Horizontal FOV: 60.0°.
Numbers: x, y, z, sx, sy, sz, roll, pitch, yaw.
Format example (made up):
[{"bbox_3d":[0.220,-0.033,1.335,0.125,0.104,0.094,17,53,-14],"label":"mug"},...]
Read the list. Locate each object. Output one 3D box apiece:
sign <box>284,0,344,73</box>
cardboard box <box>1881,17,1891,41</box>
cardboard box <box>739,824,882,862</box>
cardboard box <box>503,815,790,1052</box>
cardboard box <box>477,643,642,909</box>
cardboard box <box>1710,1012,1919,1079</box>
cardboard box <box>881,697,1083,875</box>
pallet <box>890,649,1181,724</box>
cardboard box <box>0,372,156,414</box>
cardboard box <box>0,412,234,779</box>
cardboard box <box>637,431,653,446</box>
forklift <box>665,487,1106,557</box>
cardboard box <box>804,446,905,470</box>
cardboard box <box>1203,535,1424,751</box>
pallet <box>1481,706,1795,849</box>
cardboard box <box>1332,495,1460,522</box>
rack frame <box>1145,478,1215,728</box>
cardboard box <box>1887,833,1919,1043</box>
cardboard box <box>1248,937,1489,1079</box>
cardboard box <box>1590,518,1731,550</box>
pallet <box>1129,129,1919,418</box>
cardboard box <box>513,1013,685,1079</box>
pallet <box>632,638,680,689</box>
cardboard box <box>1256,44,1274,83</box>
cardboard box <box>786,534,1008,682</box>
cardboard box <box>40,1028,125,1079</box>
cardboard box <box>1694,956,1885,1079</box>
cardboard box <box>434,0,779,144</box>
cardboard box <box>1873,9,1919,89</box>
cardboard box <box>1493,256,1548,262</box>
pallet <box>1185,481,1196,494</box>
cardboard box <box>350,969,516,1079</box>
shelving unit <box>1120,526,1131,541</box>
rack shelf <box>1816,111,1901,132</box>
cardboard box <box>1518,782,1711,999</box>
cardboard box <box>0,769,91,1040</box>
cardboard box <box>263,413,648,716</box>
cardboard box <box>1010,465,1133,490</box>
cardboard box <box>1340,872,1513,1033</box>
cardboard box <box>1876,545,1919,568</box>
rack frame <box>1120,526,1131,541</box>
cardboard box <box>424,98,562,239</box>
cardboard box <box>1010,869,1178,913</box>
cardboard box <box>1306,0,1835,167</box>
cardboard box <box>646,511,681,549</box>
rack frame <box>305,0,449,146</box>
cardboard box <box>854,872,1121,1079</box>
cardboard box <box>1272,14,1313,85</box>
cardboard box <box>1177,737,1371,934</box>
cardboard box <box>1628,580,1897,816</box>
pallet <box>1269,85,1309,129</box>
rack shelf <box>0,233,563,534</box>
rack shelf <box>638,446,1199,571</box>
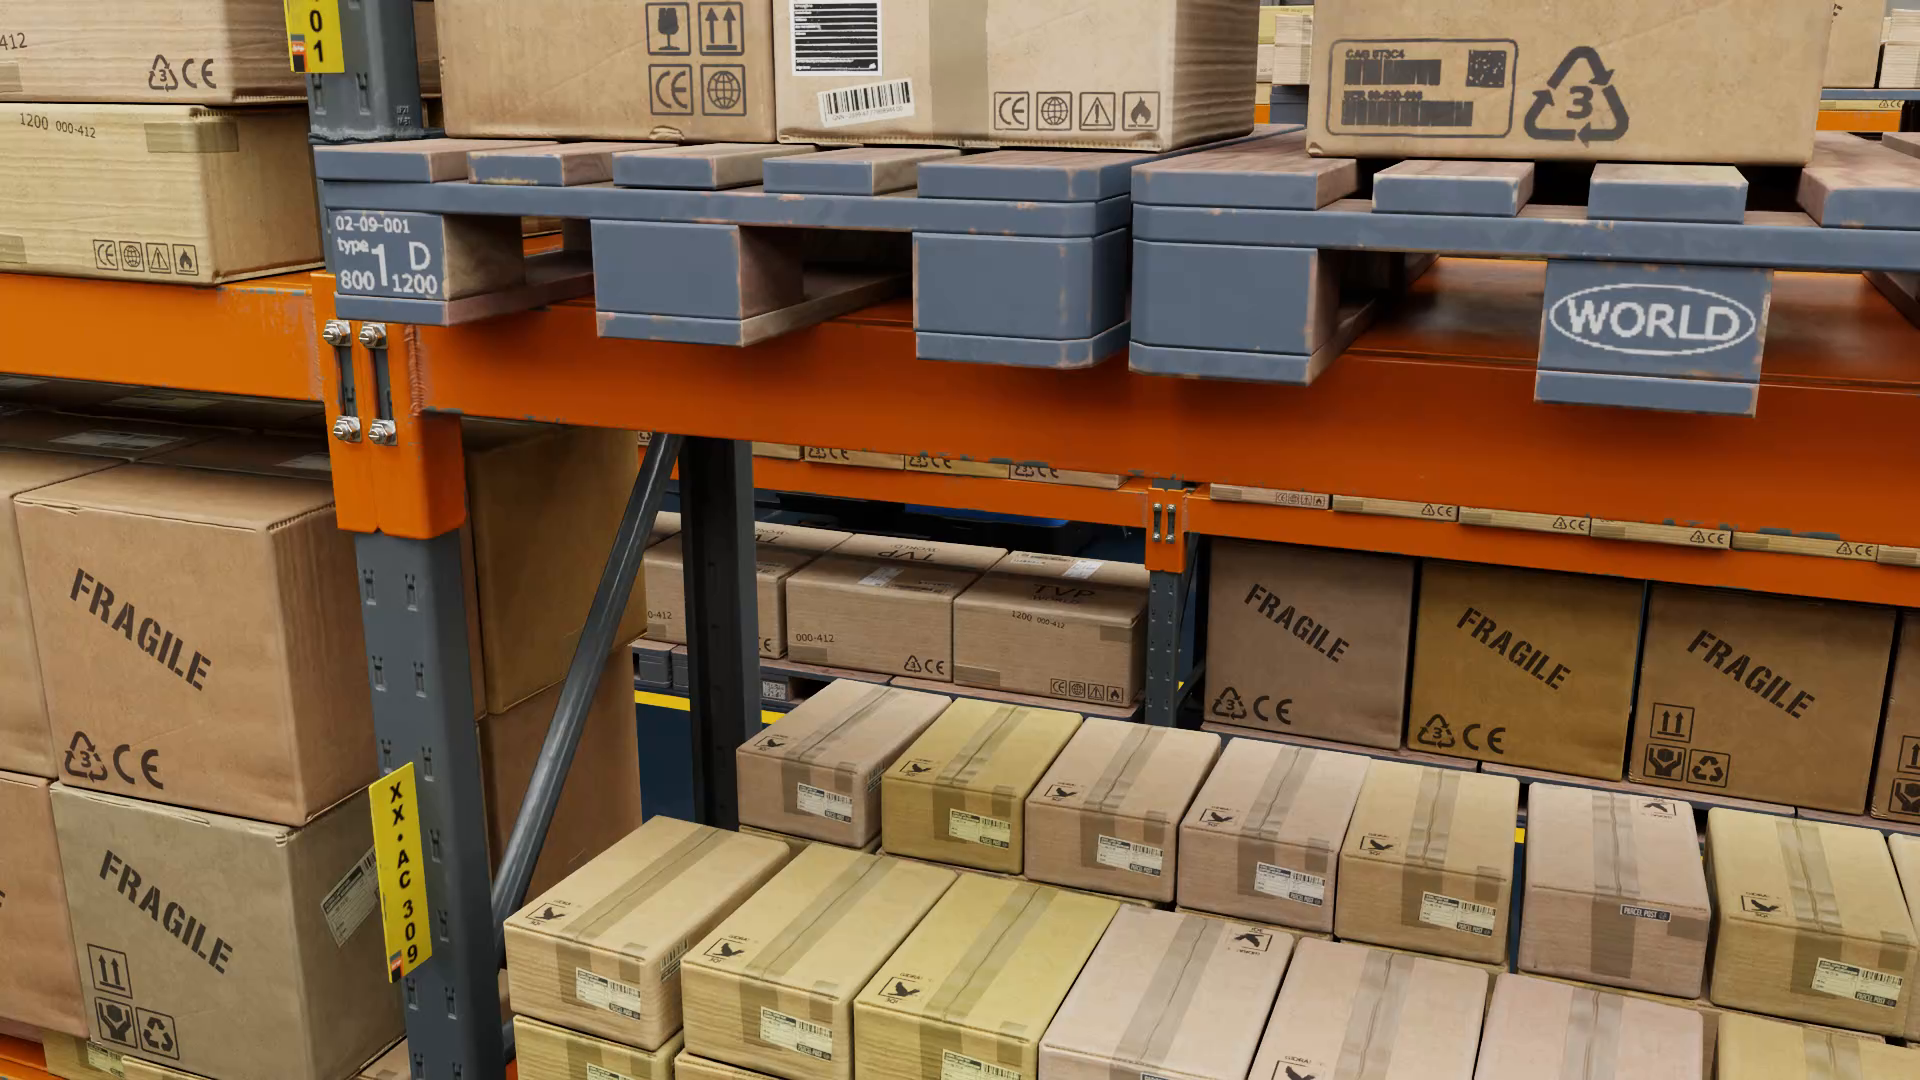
[{"bbox_3d":[-0.841,-0.771,2.141,0.005,0.325,0.100,6,17,21],"label":"sign"},{"bbox_3d":[5.712,-3.126,10.201,0.250,0.149,0.380,6,17,19],"label":"cardboard box"},{"bbox_3d":[-0.206,0.542,3.090,0.250,0.149,0.380,7,18,22],"label":"cardboard box"},{"bbox_3d":[-0.451,0.569,2.463,0.250,0.149,0.380,7,18,23],"label":"cardboard box"},{"bbox_3d":[-1.017,0.469,3.463,0.500,0.500,0.500,6,17,20],"label":"cardboard box"},{"bbox_3d":[1.004,0.728,1.916,0.250,0.149,0.380,7,18,22],"label":"cardboard box"},{"bbox_3d":[0.046,0.427,2.952,0.250,0.149,0.380,6,17,19],"label":"cardboard box"},{"bbox_3d":[0.394,0.723,8.304,1.213,0.211,1.003,6,17,21],"label":"pallet"},{"bbox_3d":[-1.925,-0.113,3.675,0.500,0.500,0.500,7,17,22],"label":"cardboard box"},{"bbox_3d":[-1.668,0.076,3.026,0.500,0.500,0.500,6,17,19],"label":"cardboard box"},{"bbox_3d":[-1.359,-0.750,8.198,0.500,0.500,0.500,6,17,20],"label":"cardboard box"},{"bbox_3d":[-0.585,-1.473,10.989,3.031,2.935,1.130,6,17,21],"label":"forklift"},{"bbox_3d":[-0.406,-0.646,7.839,0.500,0.500,0.500,6,17,20],"label":"cardboard box"},{"bbox_3d":[1.679,0.344,7.668,0.875,0.875,0.875,7,18,22],"label":"cardboard box"},{"bbox_3d":[2.957,1.005,7.333,1.213,0.211,1.003,6,17,21],"label":"pallet"},{"bbox_3d":[1.868,-0.280,7.026,0.500,0.250,0.500,6,17,19],"label":"cardboard box"},{"bbox_3d":[1.073,-0.518,7.577,0.127,3.000,1.000,6,17,21],"label":"rack frame"},{"bbox_3d":[1.490,0.587,2.401,0.250,0.149,0.380,7,18,22],"label":"cardboard box"},{"bbox_3d":[0.517,0.675,2.098,0.250,0.149,0.380,6,17,20],"label":"cardboard box"},{"bbox_3d":[2.800,-0.170,6.647,0.500,0.250,0.500,6,17,20],"label":"cardboard box"},{"bbox_3d":[0.852,-0.378,2.052,1.003,0.211,1.213,6,17,21],"label":"pallet"},{"bbox_3d":[-0.451,0.712,2.504,0.250,0.149,0.380,7,17,22],"label":"cardboard box"},{"bbox_3d":[-1.875,0.474,9.163,1.213,0.211,1.003,6,17,21],"label":"pallet"},{"bbox_3d":[2.350,-3.301,11.520,0.500,0.250,0.500,6,17,21],"label":"cardboard box"},{"bbox_3d":[-0.305,0.327,8.508,0.875,0.438,0.875,6,17,19],"label":"cardboard box"},{"bbox_3d":[-1.507,0.888,3.187,0.250,0.149,0.380,7,18,23],"label":"cardboard box"},{"bbox_3d":[1.245,0.702,2.539,0.250,0.149,0.380,7,18,23],"label":"cardboard box"},{"bbox_3d":[-0.337,-0.847,2.397,0.500,0.500,0.700,6,17,21],"label":"cardboard box"},{"bbox_3d":[3.385,-1.736,5.882,0.258,0.266,0.396,6,17,19],"label":"cardboard box"},{"bbox_3d":[2.529,-0.957,7.119,0.500,0.500,0.500,7,18,22],"label":"cardboard box"},{"bbox_3d":[2.252,-0.537,12.644,1.213,0.211,1.003,6,17,21],"label":"pallet"},{"bbox_3d":[-1.001,0.928,3.046,0.250,0.149,0.380,6,17,20],"label":"cardboard box"},{"bbox_3d":[1.123,-1.013,11.445,0.503,0.431,2.100,-5,61,-20],"label":"shelving unit"},{"bbox_3d":[4.751,-2.696,10.990,4.000,0.370,1.077,6,17,21],"label":"rack shelf"},{"bbox_3d":[1.008,0.534,2.586,0.250,0.149,0.380,5,17,18],"label":"cardboard box"},{"bbox_3d":[-1.685,0.556,3.166,0.500,0.500,0.500,6,17,19],"label":"cardboard box"},{"bbox_3d":[-0.979,-0.004,3.301,0.500,0.500,0.500,7,17,22],"label":"cardboard box"},{"bbox_3d":[0.548,-0.547,7.498,0.500,0.500,0.500,6,17,21],"label":"cardboard box"},{"bbox_3d":[0.766,0.649,2.723,0.250,0.149,0.380,5,17,18],"label":"cardboard box"},{"bbox_3d":[3.747,-0.069,6.301,0.500,0.250,0.500,7,17,22],"label":"cardboard box"},{"bbox_3d":[0.894,-0.992,11.364,0.015,0.400,2.100,-5,61,-20],"label":"rack frame"},{"bbox_3d":[-0.983,-0.708,3.121,0.500,0.250,0.500,7,18,23],"label":"cardboard box"},{"bbox_3d":[0.269,0.595,2.909,0.250,0.149,0.380,7,18,23],"label":"cardboard box"},{"bbox_3d":[0.740,-0.723,1.966,0.637,0.503,0.797,6,17,20],"label":"cardboard box"},{"bbox_3d":[-1.997,0.143,9.142,0.875,0.438,0.875,6,17,19],"label":"cardboard box"},{"bbox_3d":[-0.649,-2.105,2.283,0.127,3.000,1.000,6,17,21],"label":"rack frame"},{"bbox_3d":[0.048,0.623,2.278,0.250,0.149,0.380,6,17,21],"label":"cardboard box"},{"bbox_3d":[1.410,-1.954,6.630,0.258,0.266,0.396,6,17,20],"label":"cardboard box"},{"bbox_3d":[0.530,0.481,2.767,0.250,0.149,0.380,6,17,20],"label":"cardboard box"},{"bbox_3d":[3.354,0.526,7.041,0.875,0.875,0.875,7,17,21],"label":"cardboard box"},{"bbox_3d":[1.944,-1.785,6.907,1.217,0.209,0.805,6,17,18],"label":"pallet"},{"bbox_3d":[-2.510,-0.523,3.506,4.000,0.370,1.077,6,17,21],"label":"rack shelf"},{"bbox_3d":[-0.787,-0.377,8.382,4.000,0.370,1.077,6,17,21],"label":"rack shelf"}]
